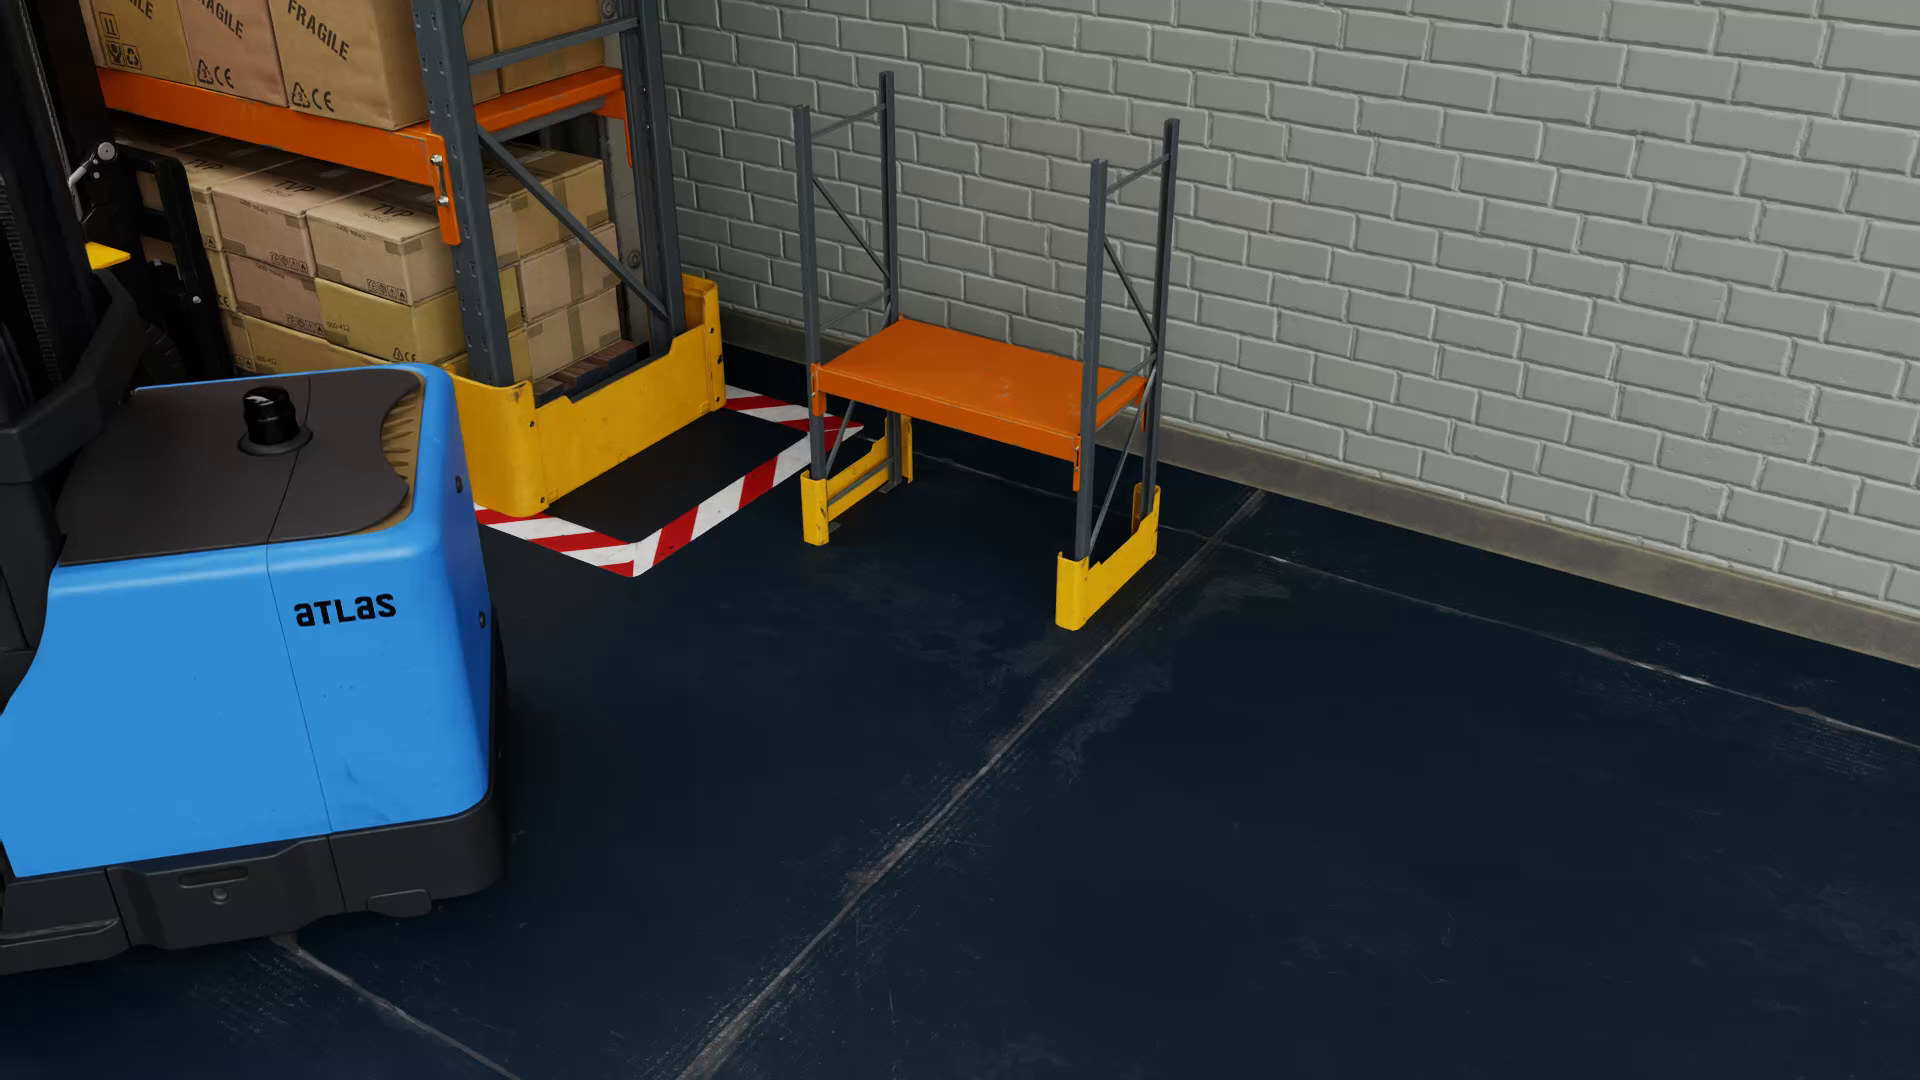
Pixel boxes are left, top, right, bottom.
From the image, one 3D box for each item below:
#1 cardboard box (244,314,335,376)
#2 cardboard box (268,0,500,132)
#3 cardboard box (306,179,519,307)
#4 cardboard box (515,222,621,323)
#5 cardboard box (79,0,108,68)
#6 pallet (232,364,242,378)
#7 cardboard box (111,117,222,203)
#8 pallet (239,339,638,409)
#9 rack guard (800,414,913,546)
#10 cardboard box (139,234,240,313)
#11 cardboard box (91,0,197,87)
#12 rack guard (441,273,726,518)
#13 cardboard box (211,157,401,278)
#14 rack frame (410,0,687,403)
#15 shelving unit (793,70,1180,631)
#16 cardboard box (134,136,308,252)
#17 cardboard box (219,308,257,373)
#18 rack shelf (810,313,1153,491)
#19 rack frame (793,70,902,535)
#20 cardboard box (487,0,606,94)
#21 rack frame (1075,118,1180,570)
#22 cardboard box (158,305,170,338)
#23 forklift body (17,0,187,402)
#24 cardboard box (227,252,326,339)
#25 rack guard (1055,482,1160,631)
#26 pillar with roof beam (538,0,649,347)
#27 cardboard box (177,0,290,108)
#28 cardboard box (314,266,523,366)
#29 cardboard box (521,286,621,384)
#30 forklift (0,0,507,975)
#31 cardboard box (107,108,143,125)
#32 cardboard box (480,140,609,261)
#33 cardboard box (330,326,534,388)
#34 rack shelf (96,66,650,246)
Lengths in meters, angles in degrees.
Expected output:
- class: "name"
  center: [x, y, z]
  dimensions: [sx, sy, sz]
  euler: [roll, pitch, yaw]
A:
- class: "cardboard box"
  center: [-2.376, -0.786, 6.432]
  dimensions: [0.500, 0.250, 0.500]
  euler: [18, 35, 27]
- class: "cardboard box"
  center: [-1.950, -1.727, 5.634]
  dimensions: [0.500, 0.500, 0.500]
  euler: [17, 34, 26]
- class: "cardboard box"
  center: [-1.949, -1.079, 5.943]
  dimensions: [0.500, 0.250, 0.500]
  euler: [19, 35, 29]
- class: "cardboard box"
  center: [-1.681, -1.088, 6.454]
  dimensions: [0.500, 0.250, 0.500]
  euler: [18, 35, 28]
- class: "cardboard box"
  center: [-3.250, -2.137, 6.336]
  dimensions: [0.500, 0.500, 0.500]
  euler: [18, 35, 28]
- class: "pallet"
  center: [-3.093, -0.973, 7.209]
  dimensions: [1.213, 0.211, 1.003]
  euler: [18, 35, 27]
- class: "cardboard box"
  center: [-3.243, -1.484, 6.636]
  dimensions: [0.500, 0.250, 0.500]
  euler: [17, 34, 26]
- class: "pallet"
  center: [-2.063, -0.646, 6.648]
  dimensions: [1.213, 0.211, 1.003]
  euler: [18, 35, 27]
- class: "rack guard"
  center: [-0.357, -0.221, 5.881]
  dimensions: [0.087, 0.250, 0.587]
  euler: [18, 35, 27]
- class: "cardboard box"
  center: [-2.839, -1.139, 6.541]
  dimensions: [0.500, 0.250, 0.500]
  euler: [17, 34, 26]
- class: "cardboard box"
  center: [-2.819, -2.007, 6.114]
  dimensions: [0.500, 0.500, 0.500]
  euler: [17, 34, 26]
- class: "rack guard"
  center: [-1.373, -0.577, 6.244]
  dimensions: [0.348, 0.500, 1.175]
  euler: [18, 35, 27]
- class: "cardboard box"
  center: [-2.385, -1.214, 6.173]
  dimensions: [0.500, 0.250, 0.500]
  euler: [18, 35, 28]
- class: "rack frame"
  center: [-1.393, -1.664, 5.625]
  dimensions: [0.127, 3.000, 1.000]
  euler: [18, 35, 27]
- class: "shelving unit"
  center: [0.065, -0.627, 5.337]
  dimensions: [1.083, 1.500, 0.587]
  euler: [18, 35, 27]
- class: "cardboard box"
  center: [-2.818, -1.345, 6.398]
  dimensions: [0.500, 0.250, 0.500]
  euler: [18, 35, 28]
- class: "cardboard box"
  center: [-2.794, -0.923, 6.668]
  dimensions: [0.500, 0.250, 0.500]
  euler: [18, 35, 28]
- class: "rack shelf"
  center: [0.072, -0.470, 5.424]
  dimensions: [1.000, 0.185, 0.538]
  euler: [18, 35, 27]
- class: "rack frame"
  center: [-0.358, -0.761, 5.566]
  dimensions: [0.032, 1.500, 0.500]
  euler: [18, 35, 27]
- class: "cardboard box"
  center: [-1.665, -1.958, 6.030]
  dimensions: [0.500, 0.500, 0.500]
  euler: [19, 35, 29]
- class: "rack frame"
  center: [0.503, -0.489, 5.099]
  dimensions: [0.032, 1.500, 0.500]
  euler: [18, 35, 27]
- class: "cardboard box"
  center: [-3.246, -1.053, 6.890]
  dimensions: [0.500, 0.250, 0.500]
  euler: [19, 35, 29]
- class: "forklift body"
  center: [-3.969, -1.026, 5.375]
  dimensions: [1.214, 2.155, 2.313]
  euler: [18, 35, 27]
- class: "cardboard box"
  center: [-2.391, -1.009, 6.319]
  dimensions: [0.500, 0.250, 0.500]
  euler: [17, 34, 27]
- class: "rack guard"
  center: [0.486, 0.046, 5.423]
  dimensions: [0.087, 0.250, 0.587]
  euler: [18, 35, 27]
- class: "pillar with roof beam"
  center: [-3.793, -2.989, 1.943]
  dimensions: [0.400, 9.000, 9.100]
  euler: [18, 35, 27]
- class: "cardboard box"
  center: [-2.384, -1.870, 5.879]
  dimensions: [0.500, 0.500, 0.500]
  euler: [19, 35, 29]
- class: "cardboard box"
  center: [-1.972, -0.870, 6.081]
  dimensions: [0.500, 0.250, 0.500]
  euler: [17, 34, 27]
- class: "cardboard box"
  center: [-1.705, -0.872, 6.581]
  dimensions: [0.500, 0.250, 0.500]
  euler: [18, 35, 28]
- class: "forklift"
  center: [-2.719, -0.422, 3.564]
  dimensions: [3.031, 2.935, 1.130]
  euler: [-7, 31, -11]
- class: "cardboard box"
  center: [-3.683, -1.628, 6.883]
  dimensions: [0.500, 0.250, 0.500]
  euler: [19, 35, 29]
- class: "cardboard box"
  center: [-1.700, -1.299, 6.319]
  dimensions: [0.500, 0.250, 0.500]
  euler: [17, 34, 27]
- class: "cardboard box"
  center: [-1.959, -0.648, 6.197]
  dimensions: [0.500, 0.250, 0.500]
  euler: [18, 35, 28]
- class: "rack shelf"
  center: [-3.087, -1.889, 6.725]
  dimensions: [4.000, 0.370, 1.077]
  euler: [18, 35, 27]
